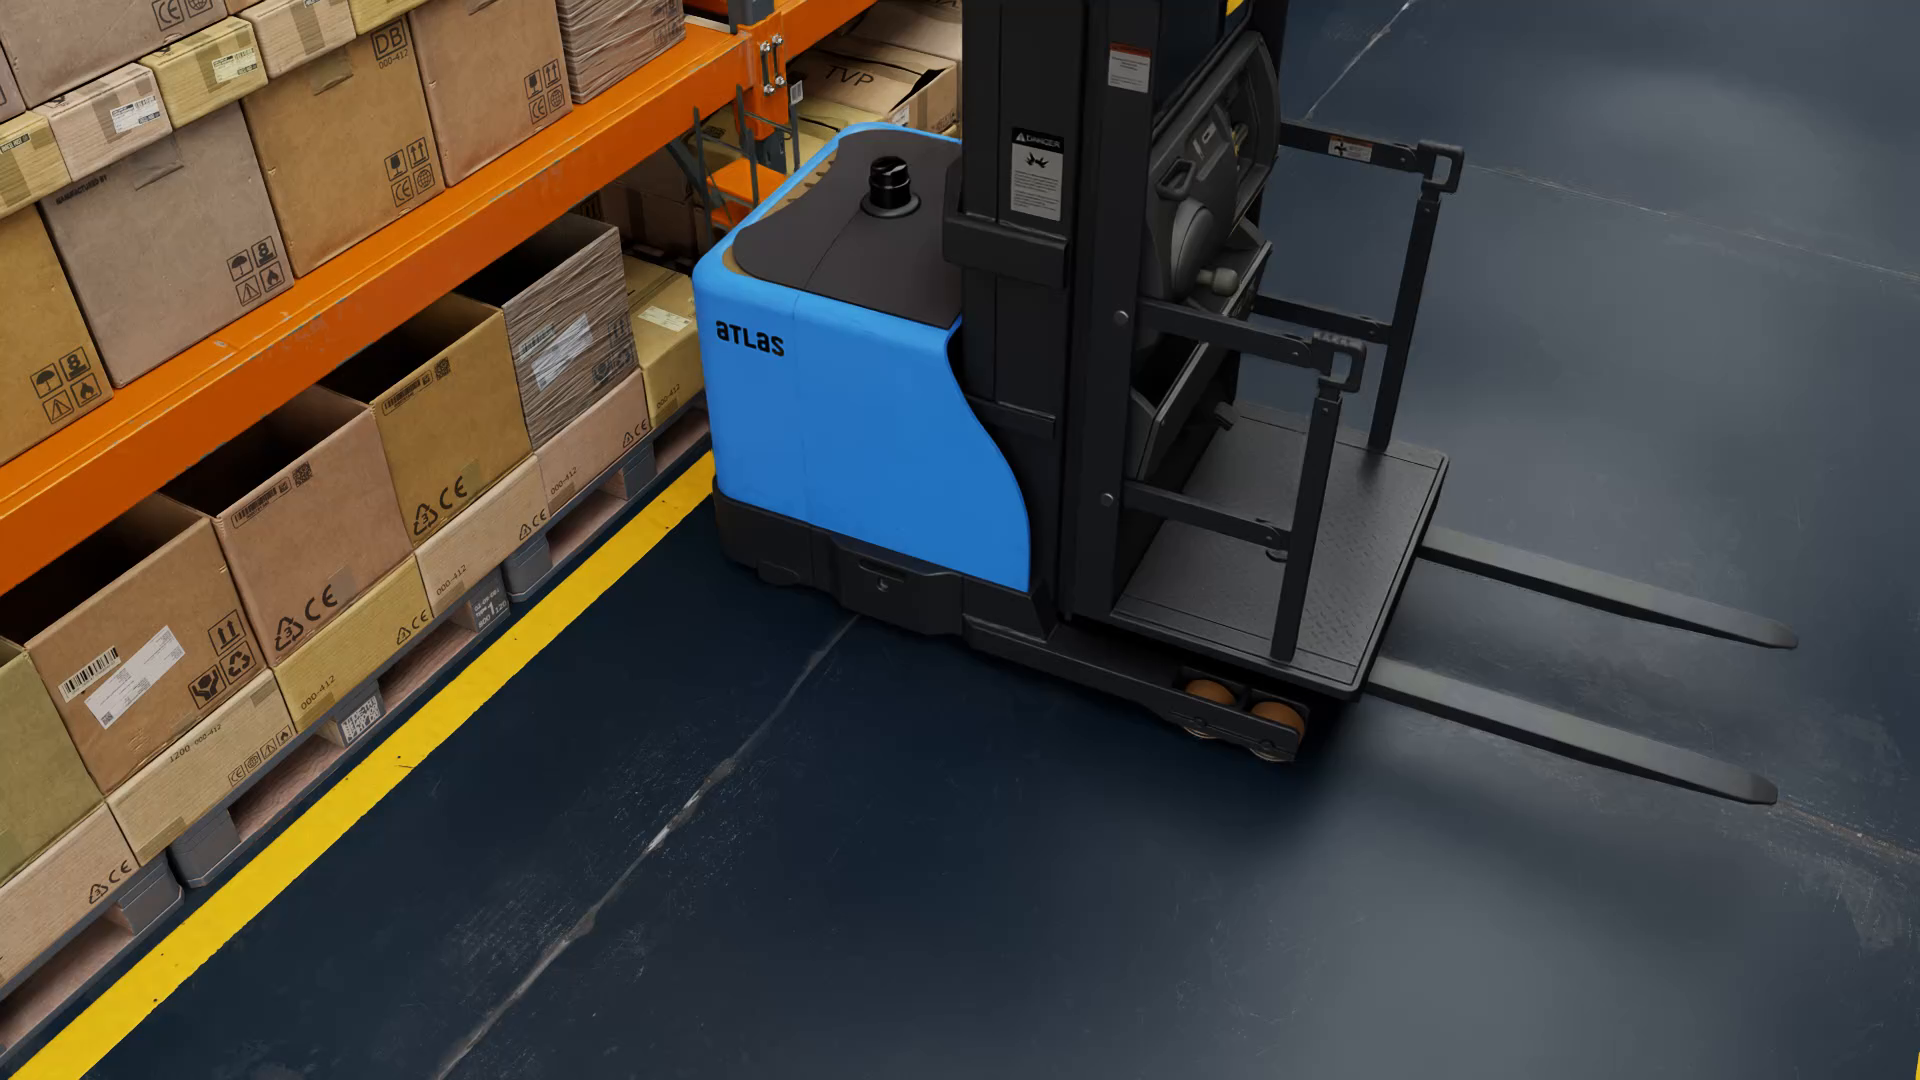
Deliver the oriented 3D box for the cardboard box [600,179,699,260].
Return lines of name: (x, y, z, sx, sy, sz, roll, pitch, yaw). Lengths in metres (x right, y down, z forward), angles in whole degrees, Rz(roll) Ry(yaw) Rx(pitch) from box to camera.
cardboard box: (-1.071, -1.337, 6.262, 0.500, 0.250, 0.500, 20, 45, 22)

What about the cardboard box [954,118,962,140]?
cardboard box: (-0.097, -1.742, 6.722, 0.500, 0.250, 0.500, 20, 45, 21)

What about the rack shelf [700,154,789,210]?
rack shelf: (-0.633, -1.057, 5.064, 0.258, 0.103, 0.180, 27, 48, 28)

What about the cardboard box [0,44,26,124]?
cardboard box: (-2.248, -0.999, 3.057, 0.700, 0.500, 0.500, 21, 46, 22)

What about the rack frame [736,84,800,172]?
rack frame: (-0.577, -0.868, 5.327, 0.240, 1.200, 0.006, 27, 48, 28)

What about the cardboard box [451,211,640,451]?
cardboard box: (-1.331, -0.666, 4.932, 0.500, 0.500, 0.500, 21, 45, 22)

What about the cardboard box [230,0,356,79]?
cardboard box: (-1.615, -1.207, 3.784, 0.380, 0.149, 0.250, 22, 46, 23)

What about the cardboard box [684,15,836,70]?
cardboard box: (-0.818, -1.841, 6.409, 0.500, 0.311, 0.500, 22, 46, 23)

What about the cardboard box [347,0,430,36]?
cardboard box: (-1.489, -1.351, 3.948, 0.380, 0.149, 0.250, 21, 45, 22)

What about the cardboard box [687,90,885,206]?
cardboard box: (-0.605, -1.369, 5.873, 0.500, 0.311, 0.500, 21, 46, 22)

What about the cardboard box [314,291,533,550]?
cardboard box: (-1.577, -0.378, 4.605, 0.500, 0.500, 0.500, 21, 45, 22)

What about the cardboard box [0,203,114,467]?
cardboard box: (-2.272, -0.474, 3.443, 0.700, 0.500, 0.500, 21, 46, 22)

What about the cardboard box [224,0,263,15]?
cardboard box: (-1.747, -1.571, 3.707, 0.700, 0.500, 0.500, 21, 45, 22)

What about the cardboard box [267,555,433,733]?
cardboard box: (-1.816, 0.194, 4.523, 0.500, 0.250, 0.500, 21, 45, 22)

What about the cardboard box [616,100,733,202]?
cardboard box: (-1.073, -1.541, 6.069, 0.500, 0.311, 0.500, 21, 45, 22)

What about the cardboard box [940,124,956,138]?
cardboard box: (-0.354, -1.445, 6.384, 0.500, 0.250, 0.500, 22, 46, 23)

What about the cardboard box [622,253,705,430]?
cardboard box: (-1.070, -0.667, 5.500, 0.500, 0.250, 0.500, 21, 45, 22)

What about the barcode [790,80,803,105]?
barcode: (-0.539, -1.474, 5.486, 0.001, 0.075, 0.075, 21, 45, 22)

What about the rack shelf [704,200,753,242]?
rack shelf: (-0.633, -0.967, 5.144, 0.258, 0.103, 0.180, 27, 48, 28)

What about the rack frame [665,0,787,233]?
rack frame: (-1.027, -1.879, 5.113, 1.000, 3.000, 0.127, 21, 45, 22)

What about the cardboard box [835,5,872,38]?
cardboard box: (-0.566, -2.126, 6.733, 0.500, 0.311, 0.500, 21, 45, 22)

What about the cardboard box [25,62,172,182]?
cardboard box: (-1.876, -0.903, 3.440, 0.380, 0.149, 0.250, 21, 46, 22)

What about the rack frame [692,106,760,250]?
rack frame: (-0.690, -0.772, 5.219, 0.240, 1.200, 0.006, 27, 48, 28)

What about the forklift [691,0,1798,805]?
forklift: (0.815, -0.897, 4.051, 3.031, 2.935, 1.130, 17, 44, 19)

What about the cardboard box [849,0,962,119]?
cardboard box: (-0.092, -1.950, 6.533, 0.500, 0.311, 0.500, 19, 45, 21)

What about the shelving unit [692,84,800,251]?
shelving unit: (-0.633, -0.820, 5.273, 0.258, 1.200, 0.189, 27, 48, 28)

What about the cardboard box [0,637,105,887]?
cardboard box: (-2.320, 0.483, 3.627, 0.500, 0.500, 0.500, 21, 45, 22)

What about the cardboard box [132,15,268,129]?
cardboard box: (-1.745, -1.054, 3.611, 0.380, 0.149, 0.250, 22, 46, 23)

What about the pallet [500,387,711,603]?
pallet: (-1.462, -0.391, 5.534, 1.003, 0.211, 1.213, 21, 45, 22)

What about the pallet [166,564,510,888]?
pallet: (-2.071, 0.310, 4.738, 1.003, 0.211, 1.213, 21, 45, 22)

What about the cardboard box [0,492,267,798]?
cardboard box: (-2.080, 0.193, 3.957, 0.500, 0.500, 0.500, 21, 45, 22)

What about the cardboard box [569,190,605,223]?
cardboard box: (-1.531, -1.124, 5.452, 0.500, 0.500, 0.500, 21, 45, 22)

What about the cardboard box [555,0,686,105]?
cardboard box: (-1.244, -1.660, 4.790, 0.700, 0.500, 0.500, 20, 45, 21)

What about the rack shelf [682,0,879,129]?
rack shelf: (-0.027, -2.753, 6.651, 1.077, 0.370, 4.000, 21, 45, 22)

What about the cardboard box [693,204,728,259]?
cardboard box: (-0.611, -1.153, 6.052, 0.500, 0.250, 0.500, 20, 45, 21)

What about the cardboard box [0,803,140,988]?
cardboard box: (-2.321, 0.764, 3.876, 0.500, 0.250, 0.500, 21, 45, 22)

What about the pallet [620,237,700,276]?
pallet: (-0.693, -1.267, 6.528, 1.003, 0.211, 1.213, 21, 45, 22)

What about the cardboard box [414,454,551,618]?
cardboard box: (-1.566, -0.093, 4.848, 0.500, 0.250, 0.500, 21, 45, 22)

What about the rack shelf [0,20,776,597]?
rack shelf: (-2.028, -0.464, 4.052, 1.077, 0.370, 4.000, 21, 45, 22)

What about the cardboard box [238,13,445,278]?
cardboard box: (-1.757, -1.070, 4.120, 0.700, 0.500, 0.500, 22, 46, 23)

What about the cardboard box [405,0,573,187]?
cardboard box: (-1.502, -1.356, 4.445, 0.700, 0.500, 0.500, 20, 45, 22)

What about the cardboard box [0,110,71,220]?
cardboard box: (-2.004, -0.762, 3.279, 0.380, 0.149, 0.250, 20, 45, 22)

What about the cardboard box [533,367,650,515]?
cardboard box: (-1.329, -0.384, 5.179, 0.500, 0.250, 0.500, 21, 45, 22)

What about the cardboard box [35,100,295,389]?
cardboard box: (-2.012, -0.777, 3.787, 0.700, 0.500, 0.500, 22, 46, 23)

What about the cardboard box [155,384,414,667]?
cardboard box: (-1.815, -0.088, 4.275, 0.500, 0.500, 0.500, 21, 45, 22)

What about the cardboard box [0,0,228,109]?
cardboard box: (-1.997, -1.285, 3.383, 0.700, 0.500, 0.500, 21, 46, 22)

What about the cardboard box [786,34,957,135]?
cardboard box: (-0.350, -1.653, 6.196, 0.500, 0.311, 0.500, 20, 45, 22)

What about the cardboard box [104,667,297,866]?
cardboard box: (-2.071, 0.478, 4.200, 0.500, 0.250, 0.500, 21, 45, 22)

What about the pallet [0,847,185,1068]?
pallet: (-2.683, 1.005, 3.949, 1.003, 0.211, 1.213, 21, 45, 22)
